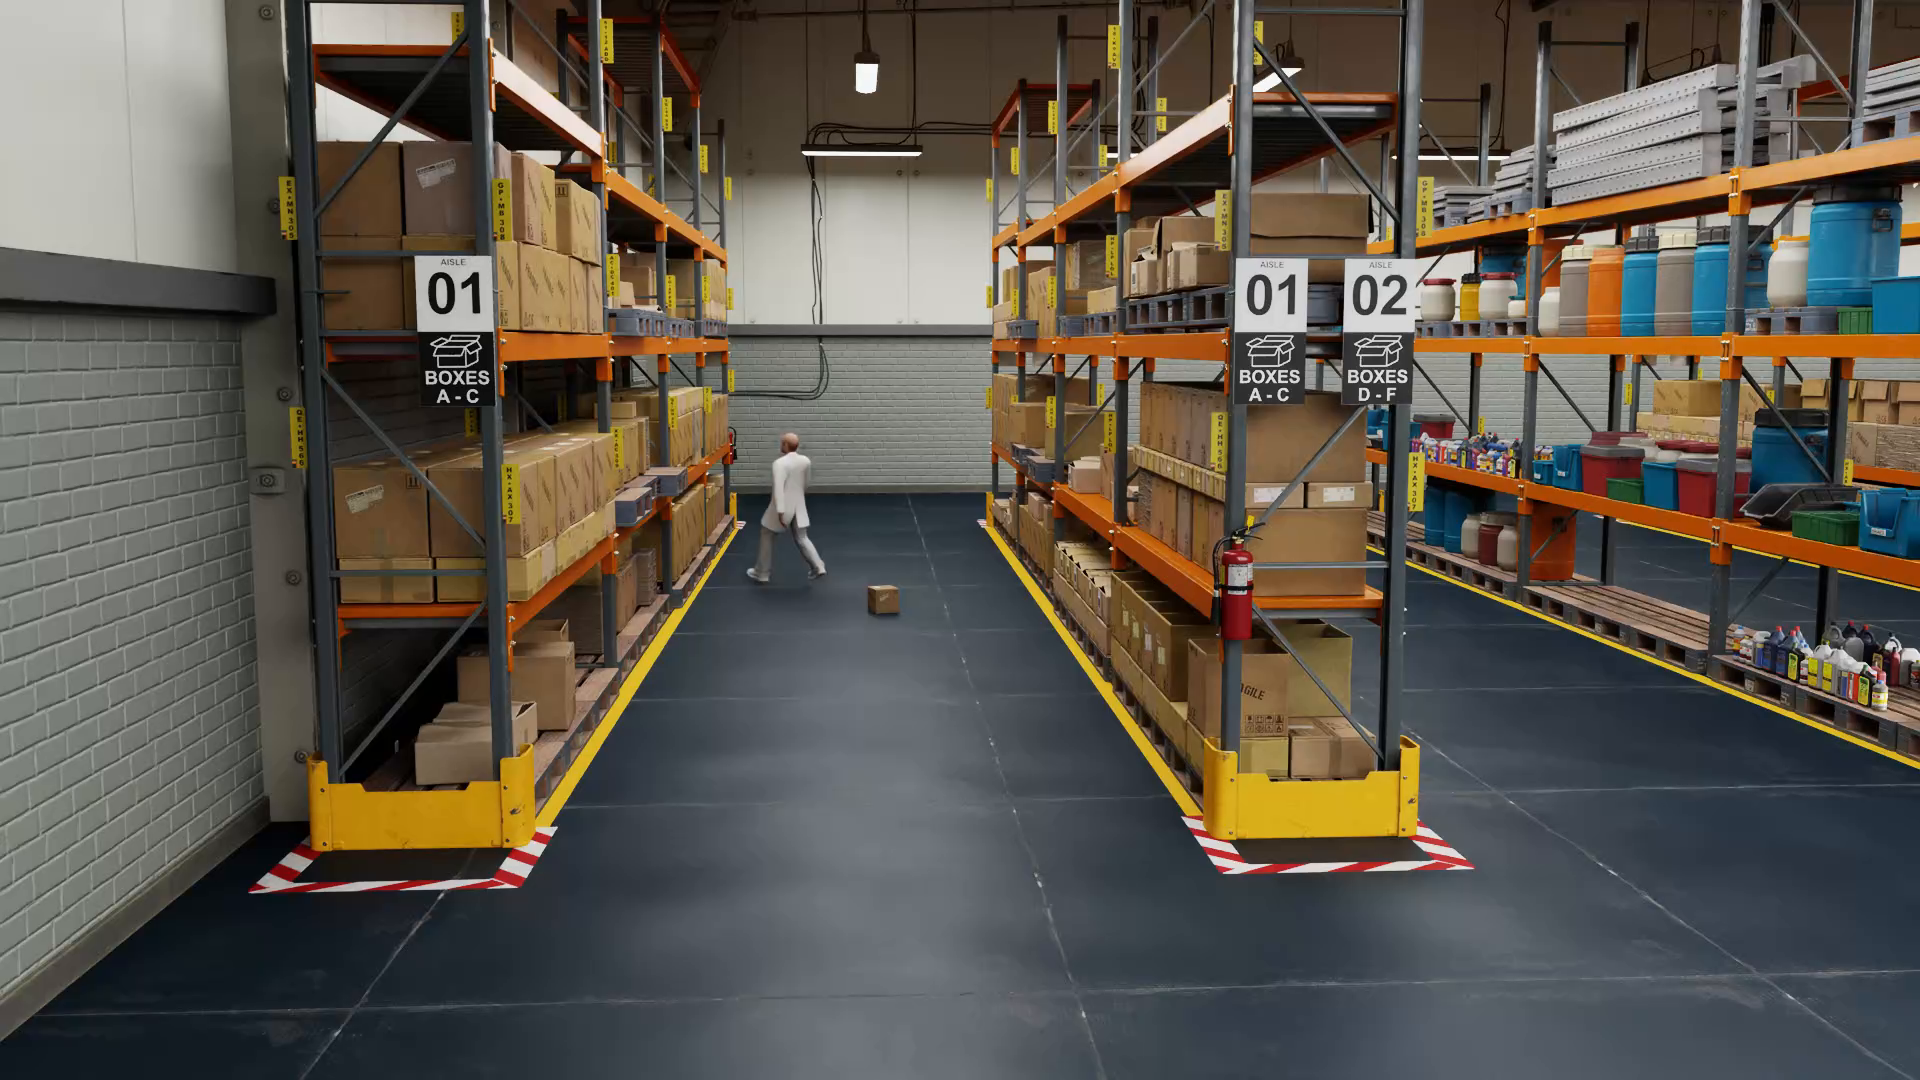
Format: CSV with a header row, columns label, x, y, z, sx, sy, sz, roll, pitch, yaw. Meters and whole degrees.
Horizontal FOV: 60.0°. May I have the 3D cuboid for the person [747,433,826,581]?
label,x,y,z,sx,sy,sz,roll,pitch,yaw
person,-1.985,-0.371,19.000,0.567,1.718,1.089,-5,9,-38
